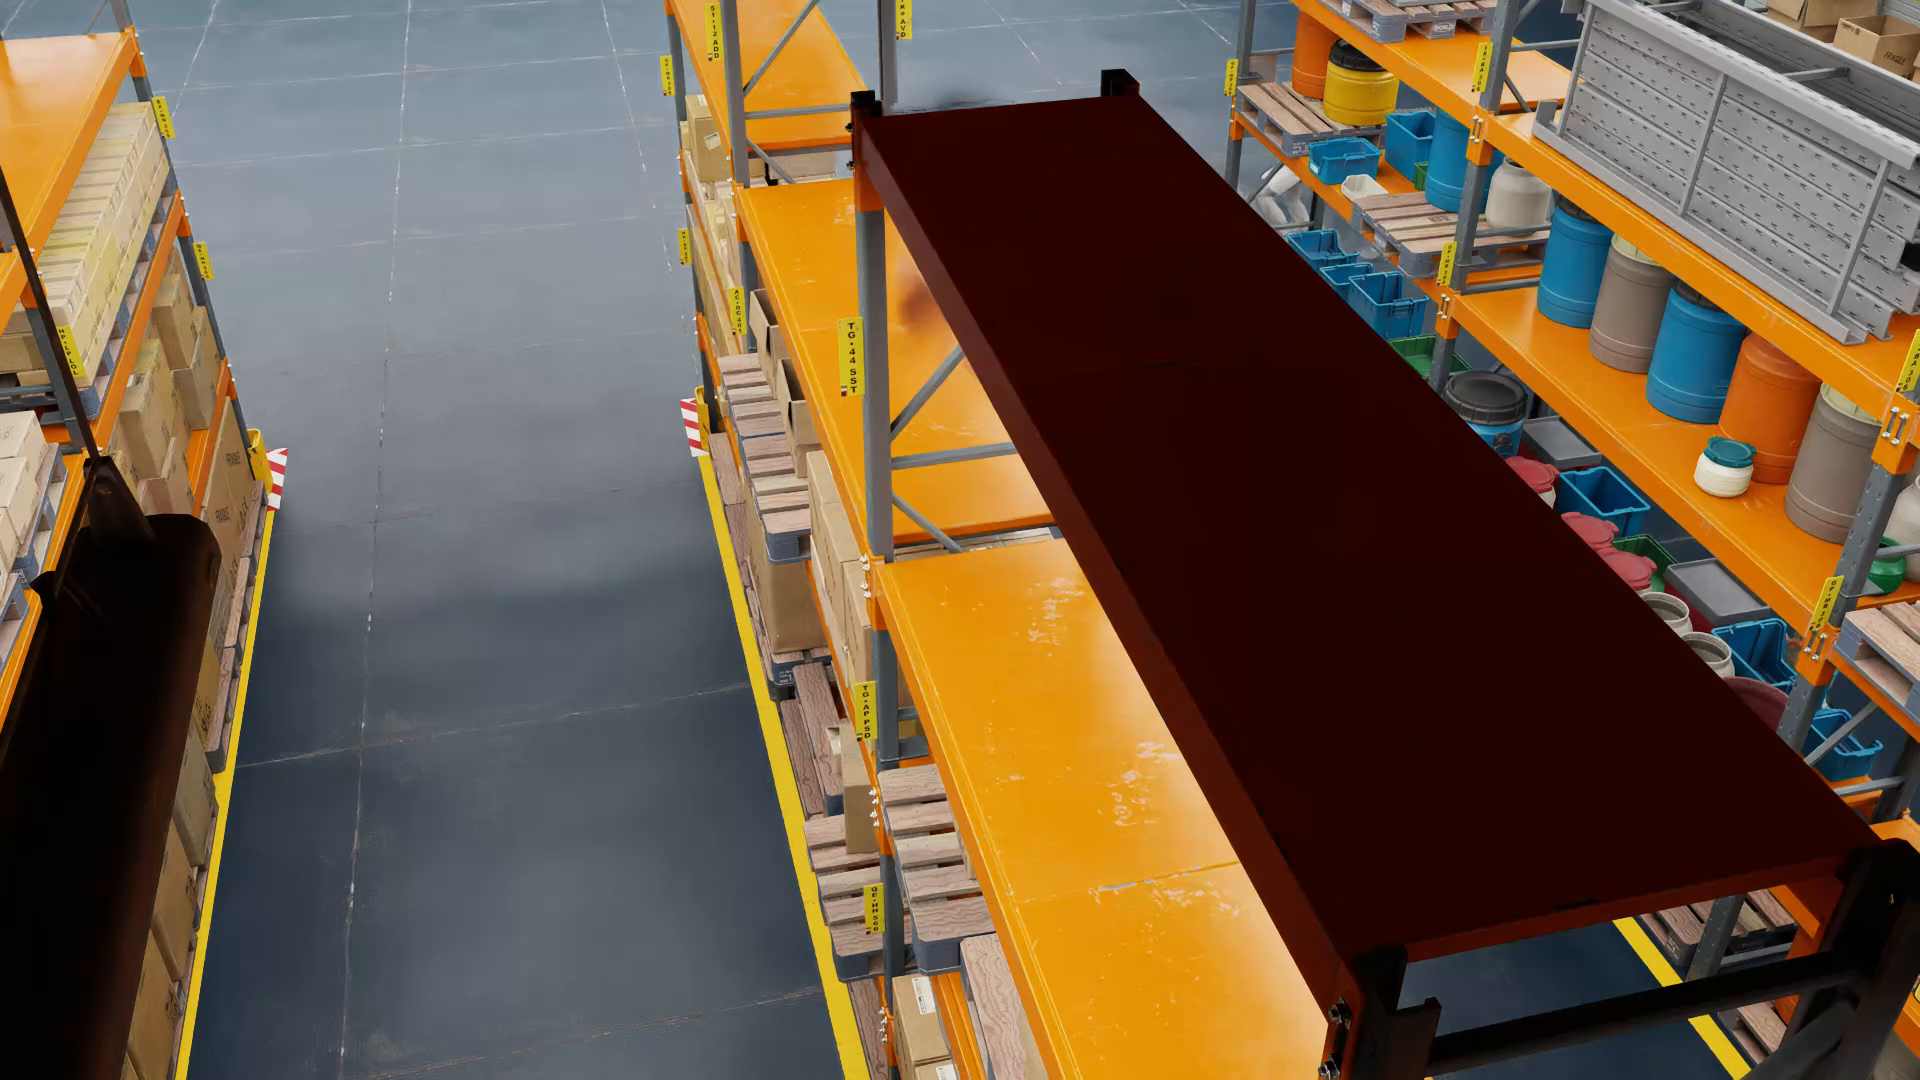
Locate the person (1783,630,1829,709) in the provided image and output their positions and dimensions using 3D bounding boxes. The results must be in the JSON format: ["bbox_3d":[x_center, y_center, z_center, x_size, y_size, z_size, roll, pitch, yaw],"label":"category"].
[{"bbox_3d":[5.881,0.807,11.472,0.573,1.628,0.703,-10,36,-14],"label":"person"}]

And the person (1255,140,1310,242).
[{"bbox_3d":[3.678,-4.116,18.553,0.789,1.780,0.693,8,35,11],"label":"person"}]
